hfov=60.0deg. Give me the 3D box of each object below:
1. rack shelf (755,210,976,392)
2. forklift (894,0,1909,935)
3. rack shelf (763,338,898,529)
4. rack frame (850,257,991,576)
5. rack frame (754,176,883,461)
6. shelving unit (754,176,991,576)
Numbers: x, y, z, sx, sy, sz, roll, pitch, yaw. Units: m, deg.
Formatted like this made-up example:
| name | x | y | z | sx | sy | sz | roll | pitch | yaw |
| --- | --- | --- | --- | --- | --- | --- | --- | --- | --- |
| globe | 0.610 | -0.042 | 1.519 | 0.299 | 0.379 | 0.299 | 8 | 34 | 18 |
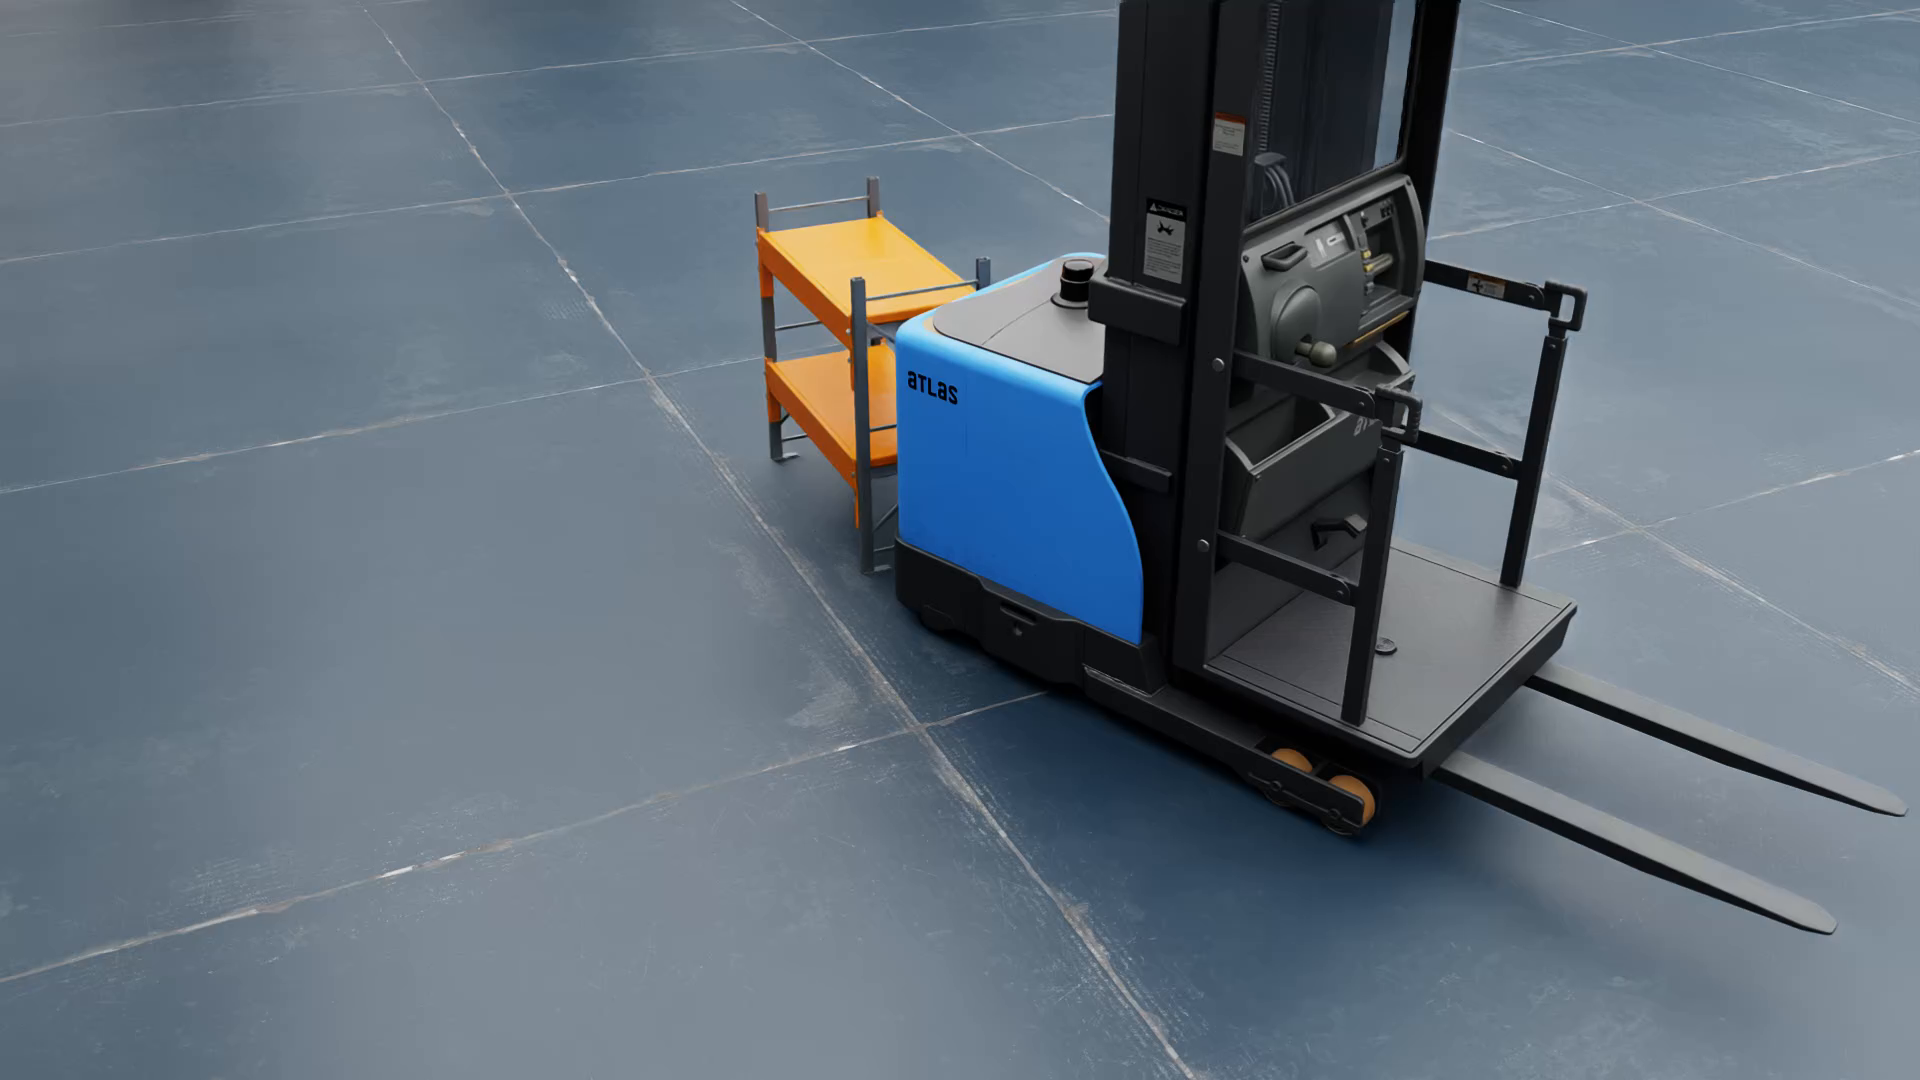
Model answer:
| name | x | y | z | sx | sy | sz | roll | pitch | yaw |
| --- | --- | --- | --- | --- | --- | --- | --- | --- | --- |
| rack shelf | -0.338 | -0.901 | 6.108 | 0.538 | 0.278 | 1.000 | -12 | 32 | -21 |
| forklift | 1.217 | -0.729 | 4.554 | 3.031 | 2.935 | 1.130 | 23 | 37 | 35 |
| rack shelf | -0.338 | -0.432 | 6.371 | 0.538 | 0.278 | 1.000 | -12 | 32 | -21 |
| rack frame | -0.129 | -0.419 | 5.847 | 0.500 | 1.125 | 0.032 | -12 | 32 | -21 |
| rack frame | -0.547 | -0.872 | 6.656 | 0.500 | 1.125 | 0.032 | -12 | 32 | -21 |
| shelving unit | -0.338 | -0.646 | 6.251 | 0.538 | 1.125 | 1.048 | -12 | 32 | -21 |
